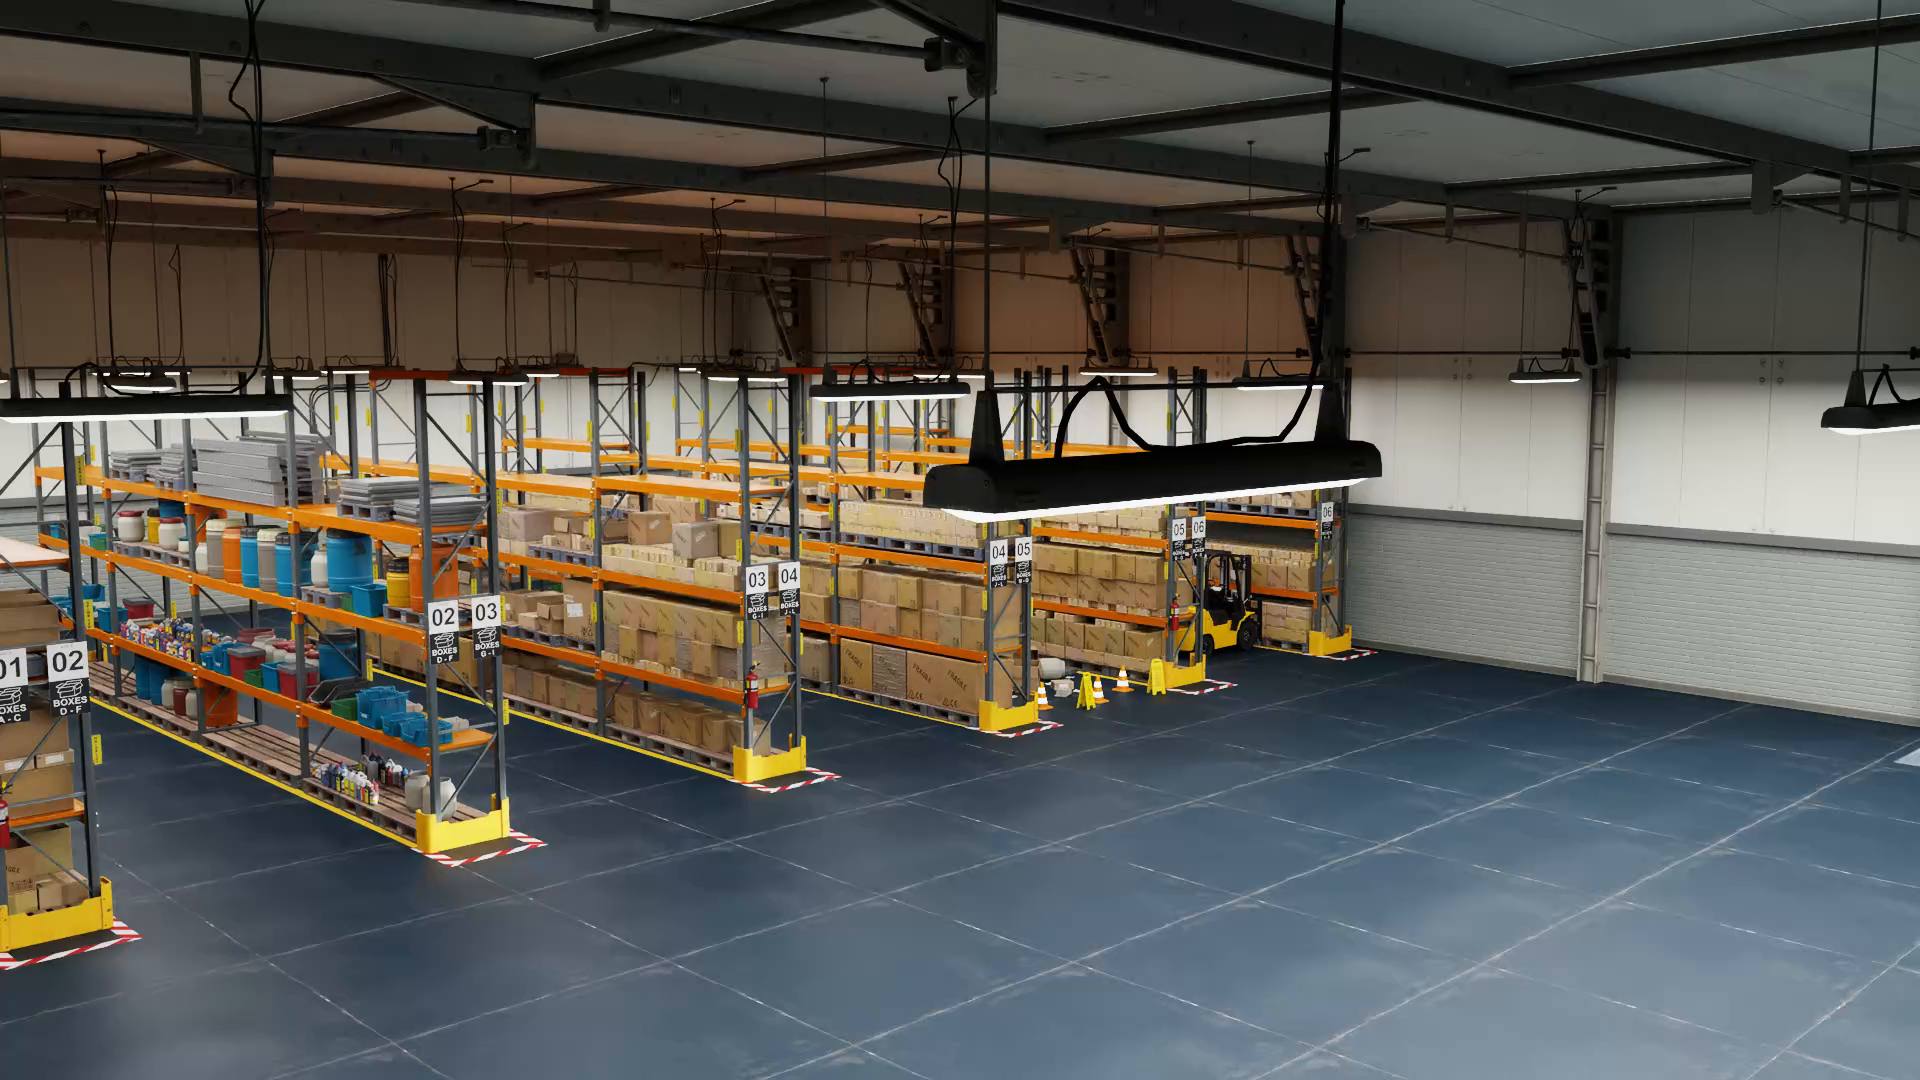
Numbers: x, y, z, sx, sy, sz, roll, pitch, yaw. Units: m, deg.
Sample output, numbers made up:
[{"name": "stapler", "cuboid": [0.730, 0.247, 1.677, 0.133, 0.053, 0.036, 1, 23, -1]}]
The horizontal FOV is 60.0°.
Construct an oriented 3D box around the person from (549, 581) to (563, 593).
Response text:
[{"name": "person", "cuboid": [-9.829, 0.874, 40.778, 0.767, 1.724, 0.712, 1, 6, 7]}]
